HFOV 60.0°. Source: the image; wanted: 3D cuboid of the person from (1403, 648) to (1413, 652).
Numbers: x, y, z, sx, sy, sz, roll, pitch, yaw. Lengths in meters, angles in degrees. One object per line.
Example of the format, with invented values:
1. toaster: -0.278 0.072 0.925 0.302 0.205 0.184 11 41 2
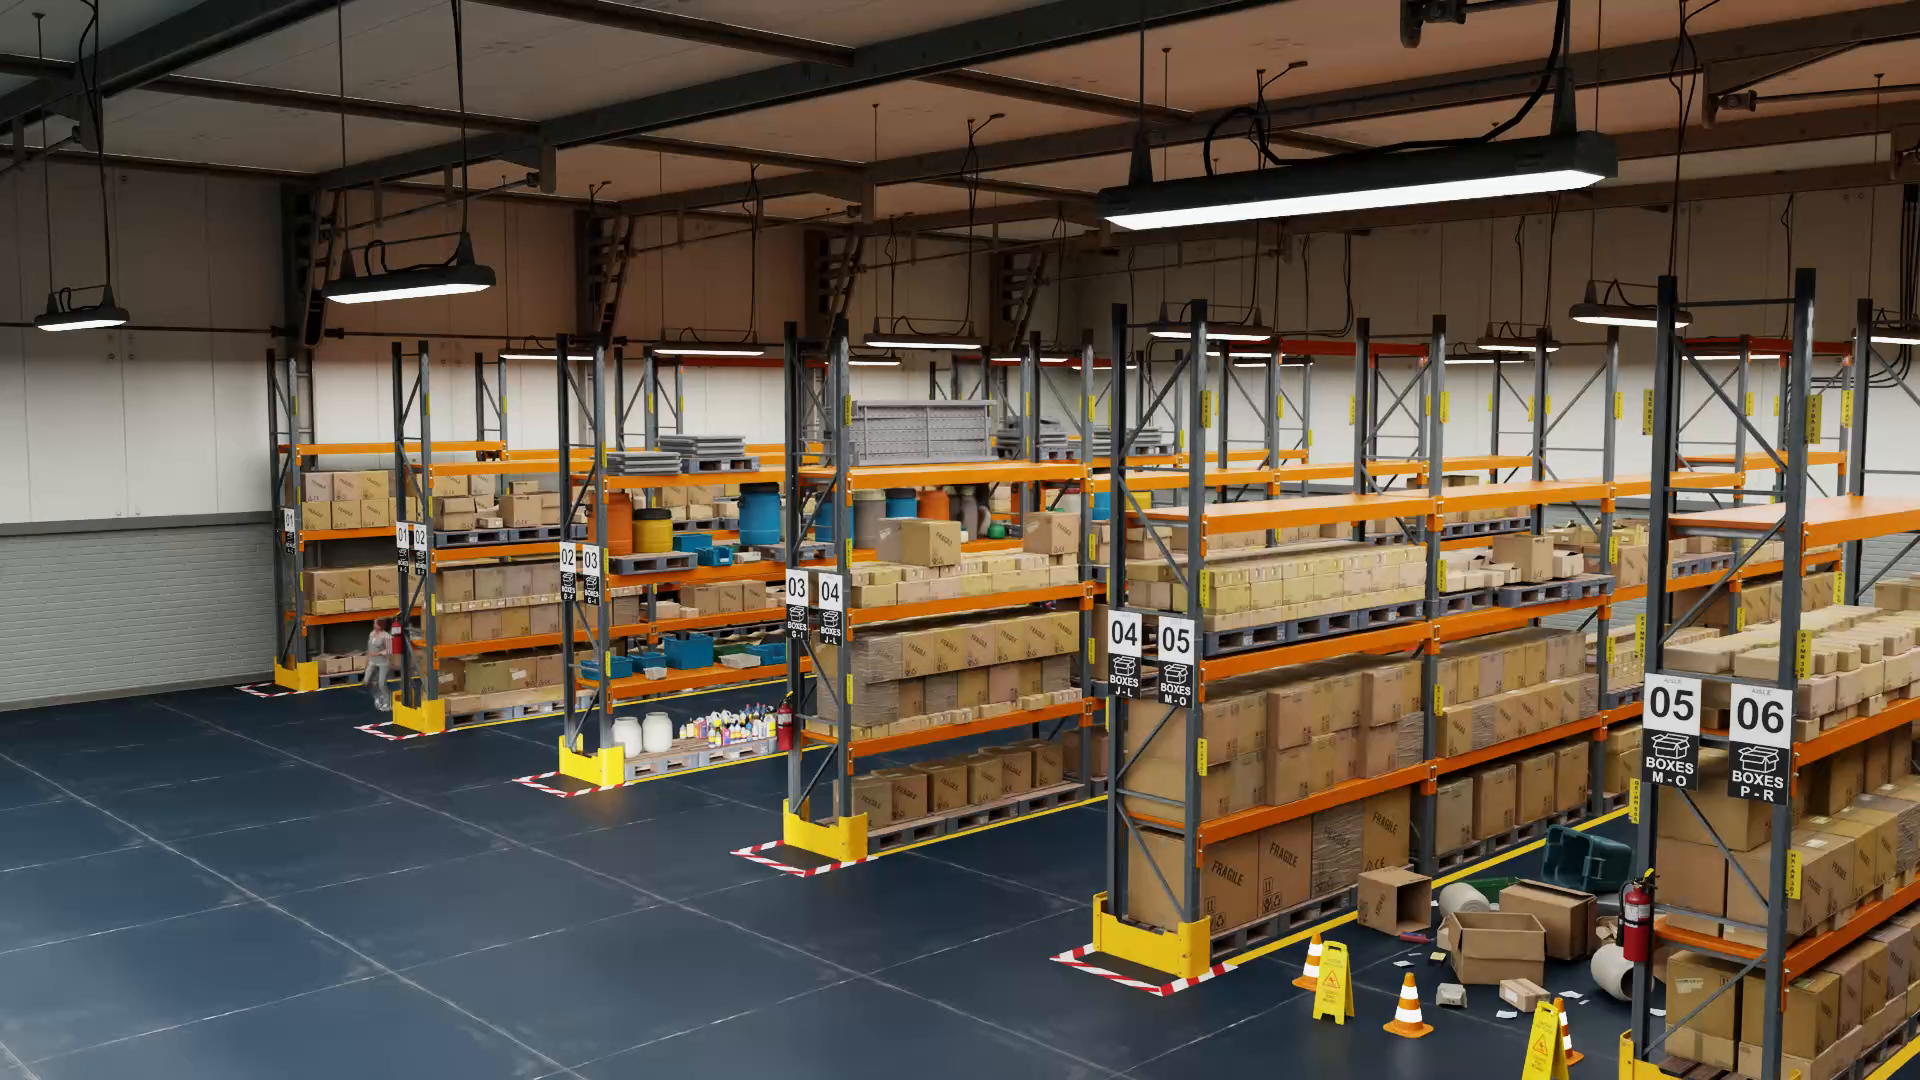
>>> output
1. person: 6.151 2.342 22.768 0.670 1.752 0.611 4 6 38

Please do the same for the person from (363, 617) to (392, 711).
1. person: -9.491 2.032 27.102 0.512 1.557 0.592 1 5 17
